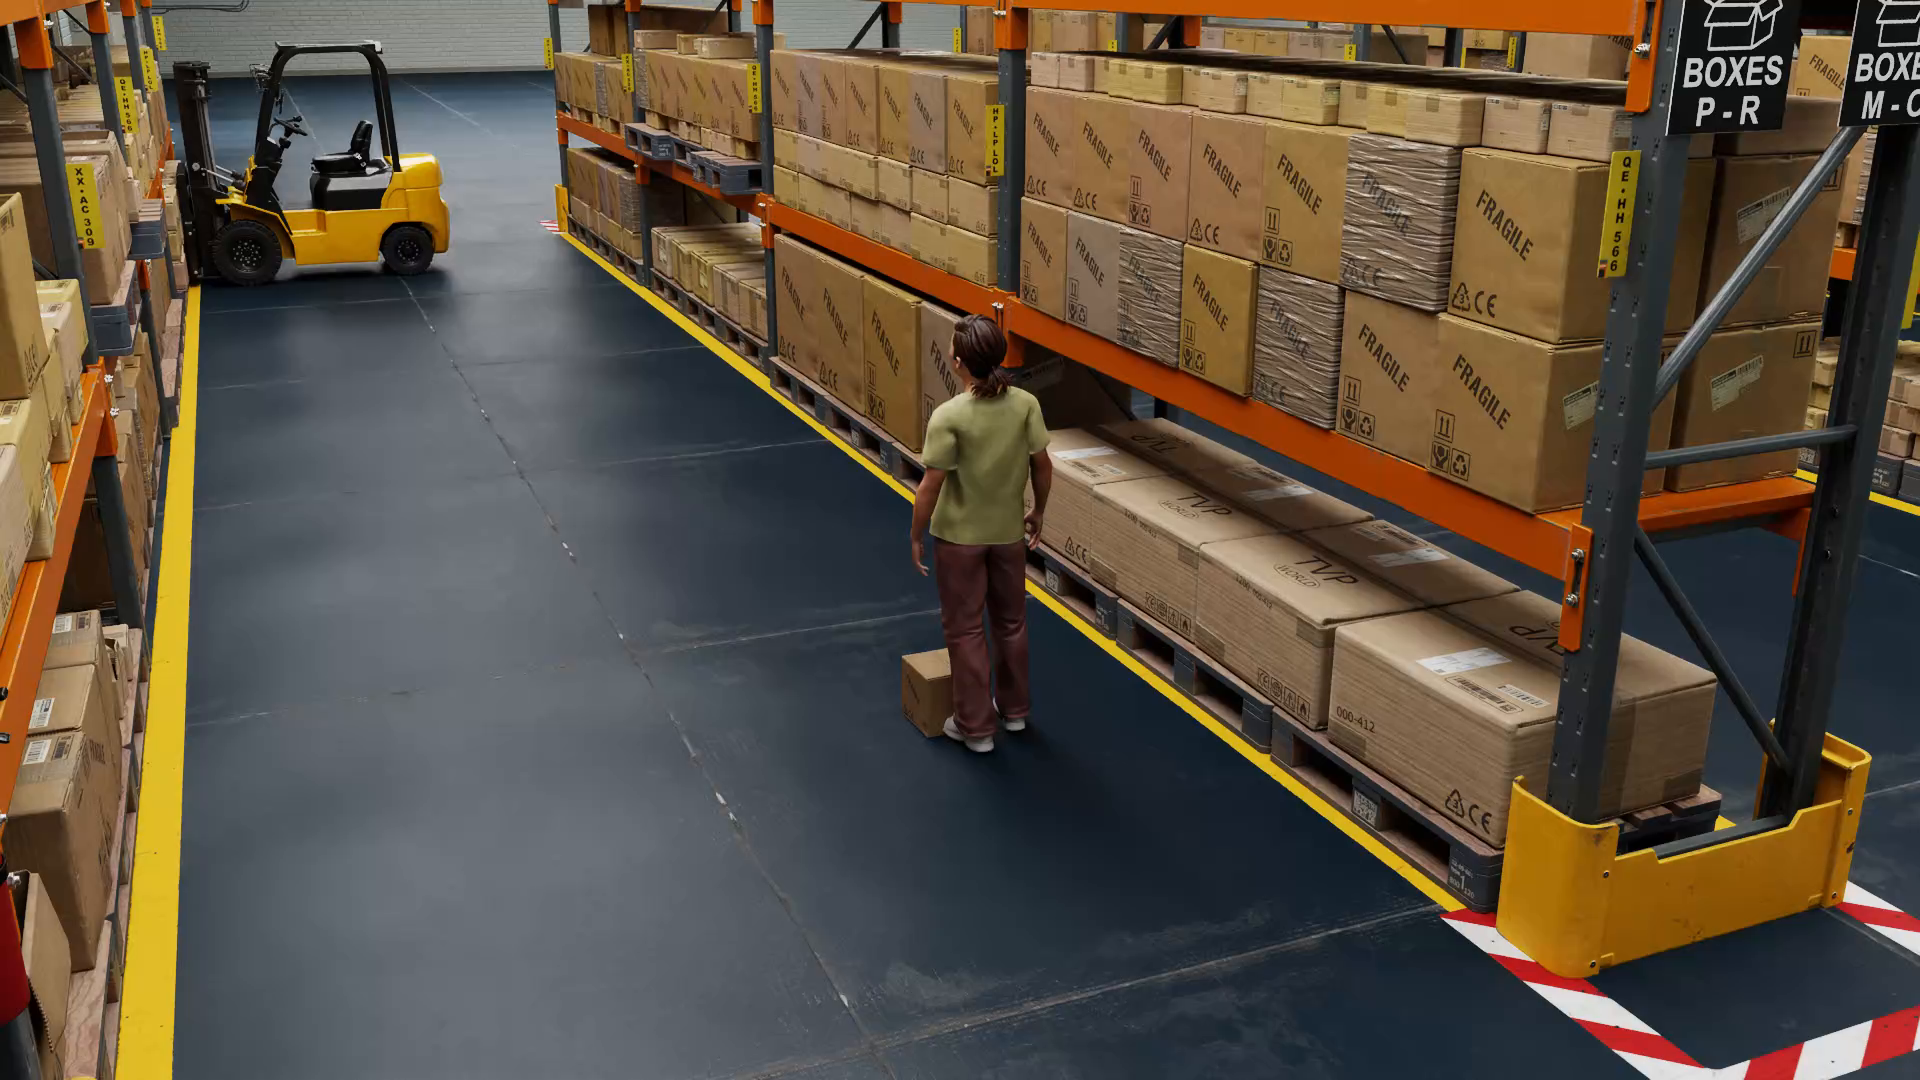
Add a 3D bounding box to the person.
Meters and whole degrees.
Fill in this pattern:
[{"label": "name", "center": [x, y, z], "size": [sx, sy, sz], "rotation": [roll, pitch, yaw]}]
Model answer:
[{"label": "person", "center": [0.044, 0.085, 6.170], "size": [0.555, 1.427, 0.517], "rotation": [-8, 20, -22]}]
